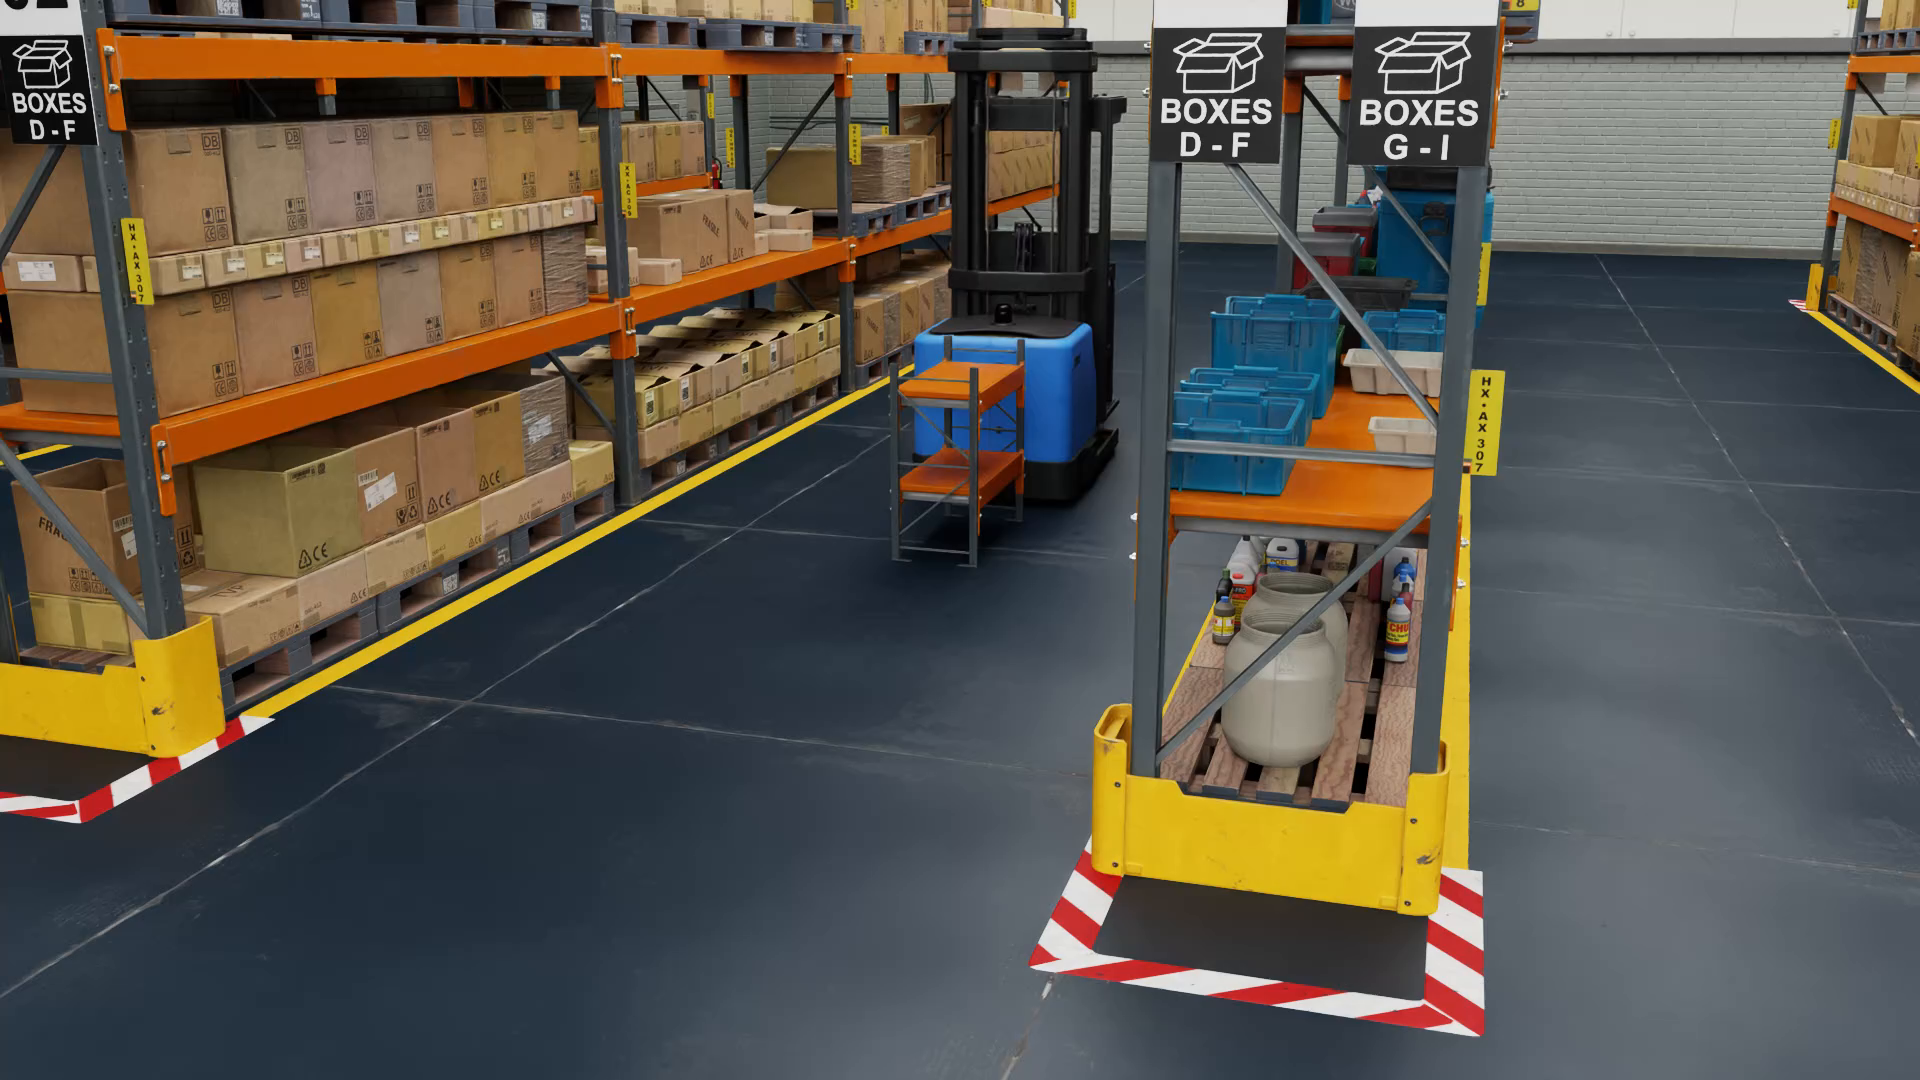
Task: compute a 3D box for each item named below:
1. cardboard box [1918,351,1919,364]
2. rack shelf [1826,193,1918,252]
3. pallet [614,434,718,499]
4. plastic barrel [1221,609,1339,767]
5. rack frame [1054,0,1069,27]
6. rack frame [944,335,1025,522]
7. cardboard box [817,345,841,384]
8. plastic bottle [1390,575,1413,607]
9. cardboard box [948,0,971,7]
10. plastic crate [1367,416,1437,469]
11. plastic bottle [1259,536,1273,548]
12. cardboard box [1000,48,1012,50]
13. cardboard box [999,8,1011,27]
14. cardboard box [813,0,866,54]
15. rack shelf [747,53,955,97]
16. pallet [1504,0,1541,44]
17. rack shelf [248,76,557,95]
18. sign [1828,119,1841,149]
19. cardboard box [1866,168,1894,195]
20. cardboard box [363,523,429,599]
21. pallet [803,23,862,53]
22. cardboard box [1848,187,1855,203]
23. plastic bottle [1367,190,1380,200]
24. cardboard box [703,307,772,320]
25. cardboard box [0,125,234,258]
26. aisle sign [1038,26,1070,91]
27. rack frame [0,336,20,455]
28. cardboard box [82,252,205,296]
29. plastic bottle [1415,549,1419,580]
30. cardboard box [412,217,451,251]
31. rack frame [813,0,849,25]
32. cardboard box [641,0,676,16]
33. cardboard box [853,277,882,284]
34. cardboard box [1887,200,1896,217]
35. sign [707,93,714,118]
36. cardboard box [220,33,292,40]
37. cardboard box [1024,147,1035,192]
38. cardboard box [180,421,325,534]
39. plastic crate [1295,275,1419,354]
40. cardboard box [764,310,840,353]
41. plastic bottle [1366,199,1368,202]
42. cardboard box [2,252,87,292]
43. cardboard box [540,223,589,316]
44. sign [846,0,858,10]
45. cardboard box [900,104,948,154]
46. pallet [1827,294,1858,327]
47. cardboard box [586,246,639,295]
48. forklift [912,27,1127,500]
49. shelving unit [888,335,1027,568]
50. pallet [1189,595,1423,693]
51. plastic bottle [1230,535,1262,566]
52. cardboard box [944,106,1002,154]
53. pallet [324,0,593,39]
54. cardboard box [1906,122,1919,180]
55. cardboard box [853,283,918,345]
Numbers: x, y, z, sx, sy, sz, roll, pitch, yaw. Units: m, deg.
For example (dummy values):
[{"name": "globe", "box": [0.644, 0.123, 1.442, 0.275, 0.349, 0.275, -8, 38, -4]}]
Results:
[{"name": "cardboard box", "box": [8.819, -1.801, 13.807, 1.225, 0.875, 0.875, 4, 16, 14]}, {"name": "rack shelf", "box": [9.803, -3.201, 16.937, 1.077, 0.370, 4.000, 5, 16, 16]}, {"name": "pallet", "box": [-2.364, -0.555, 11.398, 1.003, 0.211, 1.213, 5, 16, 16]}, {"name": "plastic barrel", "box": [1.189, 0.548, 6.190, 0.421, 0.512, 0.421, 0, 16, 0]}, {"name": "rack frame", "box": [0.874, -7.726, 20.577, 1.000, 3.000, 0.127, 5, 16, 16]}, {"name": "rack frame", "box": [0.146, -0.676, 10.151, 0.500, 1.125, 0.032, 5, 16, 16]}, {"name": "cardboard box", "box": [-1.315, -1.470, 13.783, 0.500, 0.250, 0.500, 5, 17, 17]}, {"name": "plastic bottle", "box": [1.987, 0.292, 7.496, 0.097, 0.271, 0.097, 0, 16, 0]}, {"name": "cardboard box", "box": [-0.161, -5.896, 17.606, 0.700, 0.500, 0.500, 5, 16, 16]}, {"name": "plastic crate", "box": [1.638, -0.351, 6.053, 0.298, 0.136, 0.250, 5, 16, 16]}, {"name": "plastic bottle", "box": [1.526, 0.055, 8.331, 0.097, 0.271, 0.097, 0, 16, 0]}, {"name": "cardboard box", "box": [0.259, -5.403, 18.158, 0.500, 0.250, 0.500, 5, 16, 16]}, {"name": "cardboard box", "box": [0.254, -5.644, 18.092, 0.500, 0.250, 0.500, 5, 16, 16]}, {"name": "cardboard box", "box": [-1.307, -4.355, 14.005, 0.910, 0.500, 0.500, 5, 16, 16]}, {"name": "rack shelf", "box": [-0.831, -4.367, 15.550, 1.077, 0.370, 4.000, 5, 16, 16]}, {"name": "pallet", "box": [2.101, -2.471, 7.894, 1.213, 0.211, 1.003, 5, 16, 16]}, {"name": "rack shelf", "box": [-5.581, -4.750, 16.901, 1.077, 0.370, 4.000, 5, 16, 16]}, {"name": "sign", "box": [9.841, -4.570, 18.712, 0.100, 0.325, 0.005, 5, 16, 16]}, {"name": "cardboard box", "box": [9.545, -3.632, 16.869, 0.500, 0.250, 0.500, 4, 16, 15]}, {"name": "cardboard box", "box": [-3.026, 0.082, 8.313, 0.500, 0.250, 0.500, 5, 16, 16]}, {"name": "pallet", "box": [-1.506, -3.915, 12.983, 1.213, 0.211, 1.003, 5, 17, 18]}, {"name": "cardboard box", "box": [9.737, -3.680, 17.767, 0.380, 0.149, 0.250, 4, 16, 15]}, {"name": "plastic bottle", "box": [3.885, -3.161, 15.705, 0.152, 0.276, 0.135, 5, 16, 16]}, {"name": "cardboard box", "box": [-1.829, -1.782, 13.855, 0.500, 0.311, 0.500, 5, 17, 18]}, {"name": "cardboard box", "box": [-3.513, -1.461, 6.923, 0.700, 0.500, 0.500, 5, 16, 16]}, {"name": "aisle sign", "box": [1.188, -6.085, 21.020, 0.394, 0.787, 0.004, 5, 16, 16]}, {"name": "rack frame", "box": [-7.286, -2.084, 11.678, 1.000, 3.000, 0.127, 5, 16, 16]}, {"name": "cardboard box", "box": [-3.354, -1.100, 6.839, 0.380, 0.149, 0.250, 5, 16, 15]}, {"name": "plastic bottle", "box": [2.245, 0.067, 8.269, 0.061, 0.283, 0.133, 6, 17, 20]}, {"name": "cardboard box", "box": [-2.843, -1.571, 8.499, 0.380, 0.149, 0.250, 5, 17, 18]}, {"name": "rack frame", "box": [-1.399, -5.633, 13.198, 1.000, 3.000, 0.127, 5, 16, 16]}, {"name": "cardboard box", "box": [-2.198, -3.578, 10.954, 0.500, 0.250, 0.500, 3, 16, 10]}, {"name": "cardboard box", "box": [-1.068, -2.292, 16.188, 0.500, 0.500, 0.500, 4, 16, 14]}, {"name": "cardboard box", "box": [9.226, -3.210, 16.111, 0.380, 0.149, 0.250, 5, 17, 17]}, {"name": "sign", "box": [-3.360, -5.848, 22.395, 0.100, 0.325, 0.005, 5, 16, 16]}, {"name": "cardboard box", "box": [-6.095, -4.331, 14.230, 0.500, 0.311, 0.500, 5, 16, 16]}, {"name": "cardboard box", "box": [0.574, -4.352, 19.492, 0.500, 0.500, 0.500, 4, 16, 15]}, {"name": "cardboard box", "box": [-3.535, -0.320, 8.356, 0.500, 0.500, 0.500, 5, 16, 16]}, {"name": "plastic crate", "box": [1.942, -1.158, 8.530, 0.767, 0.338, 0.504, 5, 16, 16]}, {"name": "cardboard box", "box": [-1.312, -1.740, 13.708, 0.500, 0.311, 0.500, 5, 17, 17]}, {"name": "plastic bottle", "box": [3.529, -2.822, 14.496, 0.061, 0.283, 0.133, 5, 16, 16]}, {"name": "cardboard box", "box": [-3.747, -1.129, 6.940, 0.380, 0.149, 0.250, 4, 16, 15]}, {"name": "cardboard box", "box": [-2.656, -1.632, 9.903, 0.700, 0.500, 0.500, 4, 16, 14]}, {"name": "sign", "box": [-0.869, -4.432, 13.367, 0.100, 0.325, 0.005, 5, 16, 16]}, {"name": "cardboard box", "box": [-0.367, -4.475, 18.093, 0.500, 0.500, 0.500, 5, 17, 16]}, {"name": "pallet", "box": [10.219, -2.514, 18.306, 1.003, 0.211, 1.213, 5, 16, 16]}, {"name": "cardboard box", "box": [-2.438, -1.760, 10.814, 0.500, 0.250, 0.500, 6, 17, 19]}, {"name": "forklift", "box": [0.537, -2.022, 11.586, 1.130, 2.935, 3.031, 4, 16, 13]}, {"name": "shelving unit", "box": [0.002, -0.543, 9.682, 0.538, 1.125, 1.048, 5, 16, 16]}, {"name": "pallet", "box": [1.637, 0.519, 7.613, 1.003, 0.211, 1.213, 5, 16, 16]}, {"name": "plastic bottle", "box": [1.358, 0.136, 7.902, 0.144, 0.351, 0.185, 5, 17, 18]}, {"name": "cardboard box", "box": [0.141, -4.424, 17.914, 0.500, 0.500, 0.500, 5, 17, 17]}, {"name": "pallet", "box": [-2.753, -2.876, 9.136, 1.003, 0.211, 1.213, 5, 16, 16]}, {"name": "cardboard box", "box": [9.109, -3.597, 15.369, 0.500, 0.500, 0.500, 5, 17, 17]}, {"name": "cardboard box", "box": [-0.705, -2.121, 15.585, 0.500, 0.500, 0.500, 4, 16, 15]}]
